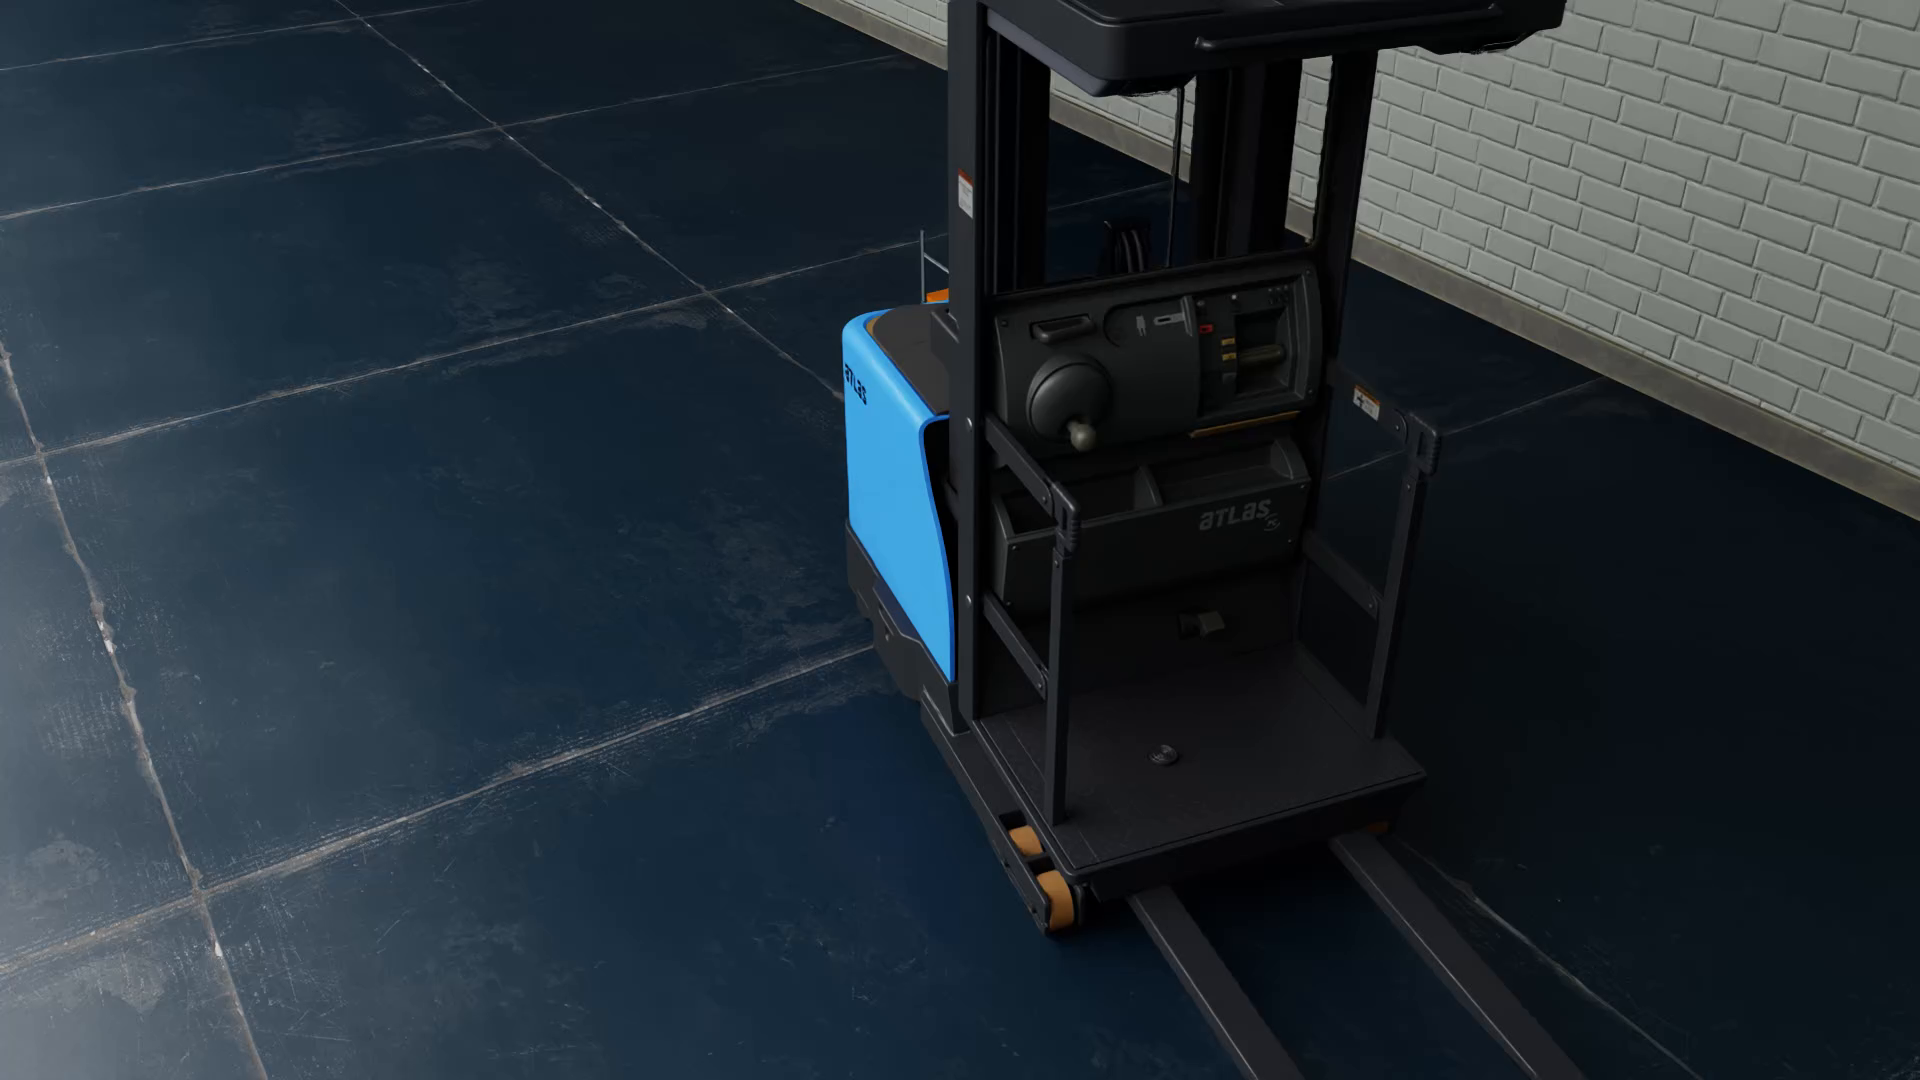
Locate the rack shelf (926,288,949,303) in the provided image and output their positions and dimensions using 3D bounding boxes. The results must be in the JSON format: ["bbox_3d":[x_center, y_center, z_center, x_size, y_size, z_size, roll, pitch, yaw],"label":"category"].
[{"bbox_3d":[0.008,-0.789,5.784,0.180,0.103,0.258,-17,36,-25],"label":"rack shelf"}]

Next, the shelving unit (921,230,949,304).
[{"bbox_3d":[0.009,-0.522,5.953,0.189,1.200,0.258,-17,36,-25],"label":"shelving unit"}]

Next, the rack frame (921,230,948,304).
[{"bbox_3d":[-0.071,-0.498,5.915,0.006,1.200,0.240,-17,36,-25],"label":"rack frame"}]

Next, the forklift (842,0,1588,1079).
[{"bbox_3d":[0.611,-0.423,4.174,1.130,2.935,3.031,-12,34,-18],"label":"forklift"}]
